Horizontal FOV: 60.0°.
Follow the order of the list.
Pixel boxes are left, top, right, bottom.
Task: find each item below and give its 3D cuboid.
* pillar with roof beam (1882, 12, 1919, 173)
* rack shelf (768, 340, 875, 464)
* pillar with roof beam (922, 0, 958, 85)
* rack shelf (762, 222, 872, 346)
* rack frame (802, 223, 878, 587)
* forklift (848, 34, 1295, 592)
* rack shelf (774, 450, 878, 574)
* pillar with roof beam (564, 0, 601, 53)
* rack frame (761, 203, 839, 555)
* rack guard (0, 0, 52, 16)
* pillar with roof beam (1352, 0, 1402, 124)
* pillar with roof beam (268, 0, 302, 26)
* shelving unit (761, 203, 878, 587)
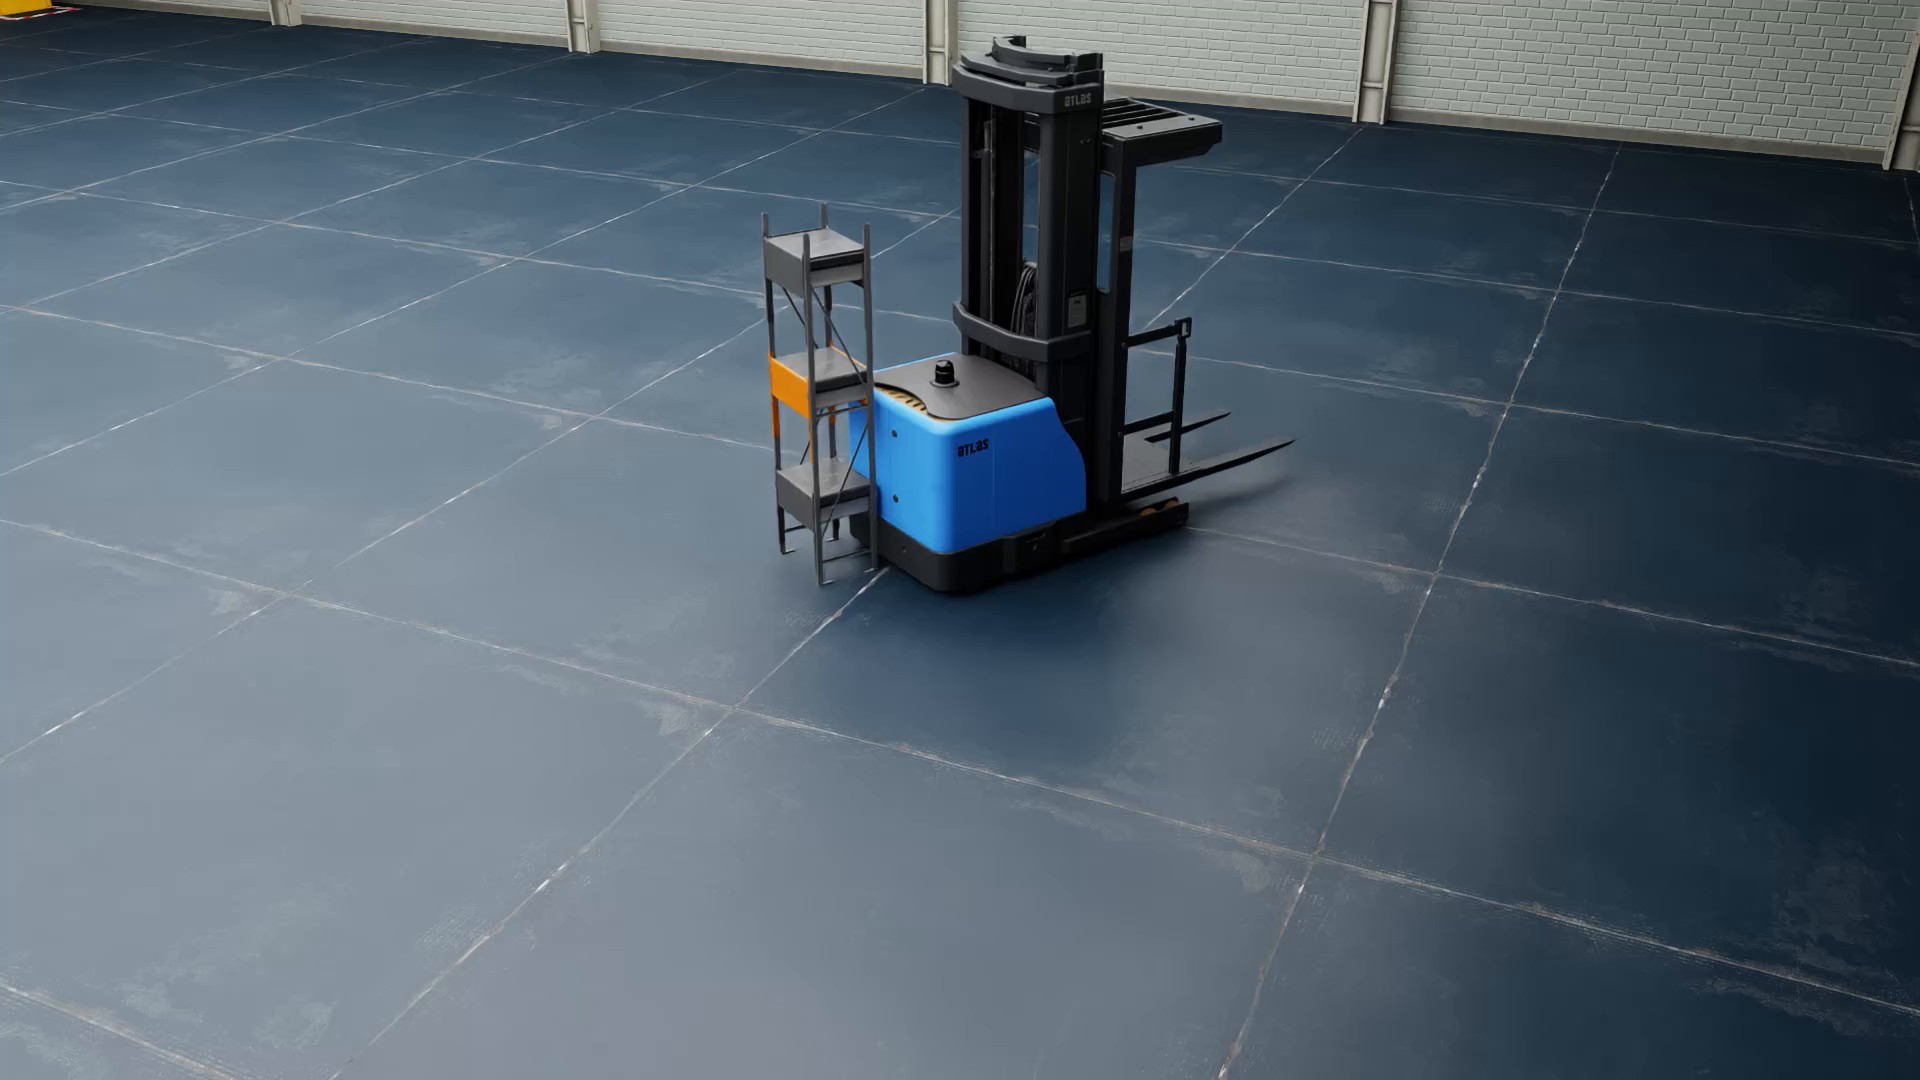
[{"bbox_3d":[8.865,-6.509,13.282,0.400,9.000,9.100,11,28,22],"label":"pillar with roof beam"},{"bbox_3d":[-0.791,-0.797,9.523,0.431,0.518,0.480,-16,30,-29],"label":"rack shelf"},{"bbox_3d":[-2.058,-8.703,17.739,0.400,9.000,9.100,11,28,22],"label":"pillar with roof beam"},{"bbox_3d":[-0.791,-1.425,9.213,0.431,0.518,0.480,-16,30,-29],"label":"rack shelf"},{"bbox_3d":[-0.661,-0.718,9.331,0.400,2.100,0.015,-16,30,-29],"label":"rack frame"},{"bbox_3d":[0.817,-1.516,10.010,3.031,2.935,1.130,-18,31,-32],"label":"forklift"},{"bbox_3d":[-0.791,-0.169,9.832,0.431,0.518,0.480,-16,30,-29],"label":"rack shelf"},{"bbox_3d":[-7.520,-9.800,19.967,0.400,9.000,9.100,11,28,22],"label":"pillar with roof beam"},{"bbox_3d":[-0.920,-0.901,9.702,0.400,2.100,0.015,-16,30,-29],"label":"rack frame"},{"bbox_3d":[-16.379,-9.418,28.813,0.348,0.500,1.175,11,28,22],"label":"rack guard"},{"bbox_3d":[3.404,-7.606,15.510,0.400,9.000,9.100,11,28,22],"label":"pillar with roof beam"},{"bbox_3d":[-12.982,-10.897,22.195,0.400,9.000,9.100,11,28,22],"label":"pillar with roof beam"},{"bbox_3d":[-0.791,-0.809,9.517,0.431,2.100,0.503,-16,30,-29],"label":"shelving unit"}]
